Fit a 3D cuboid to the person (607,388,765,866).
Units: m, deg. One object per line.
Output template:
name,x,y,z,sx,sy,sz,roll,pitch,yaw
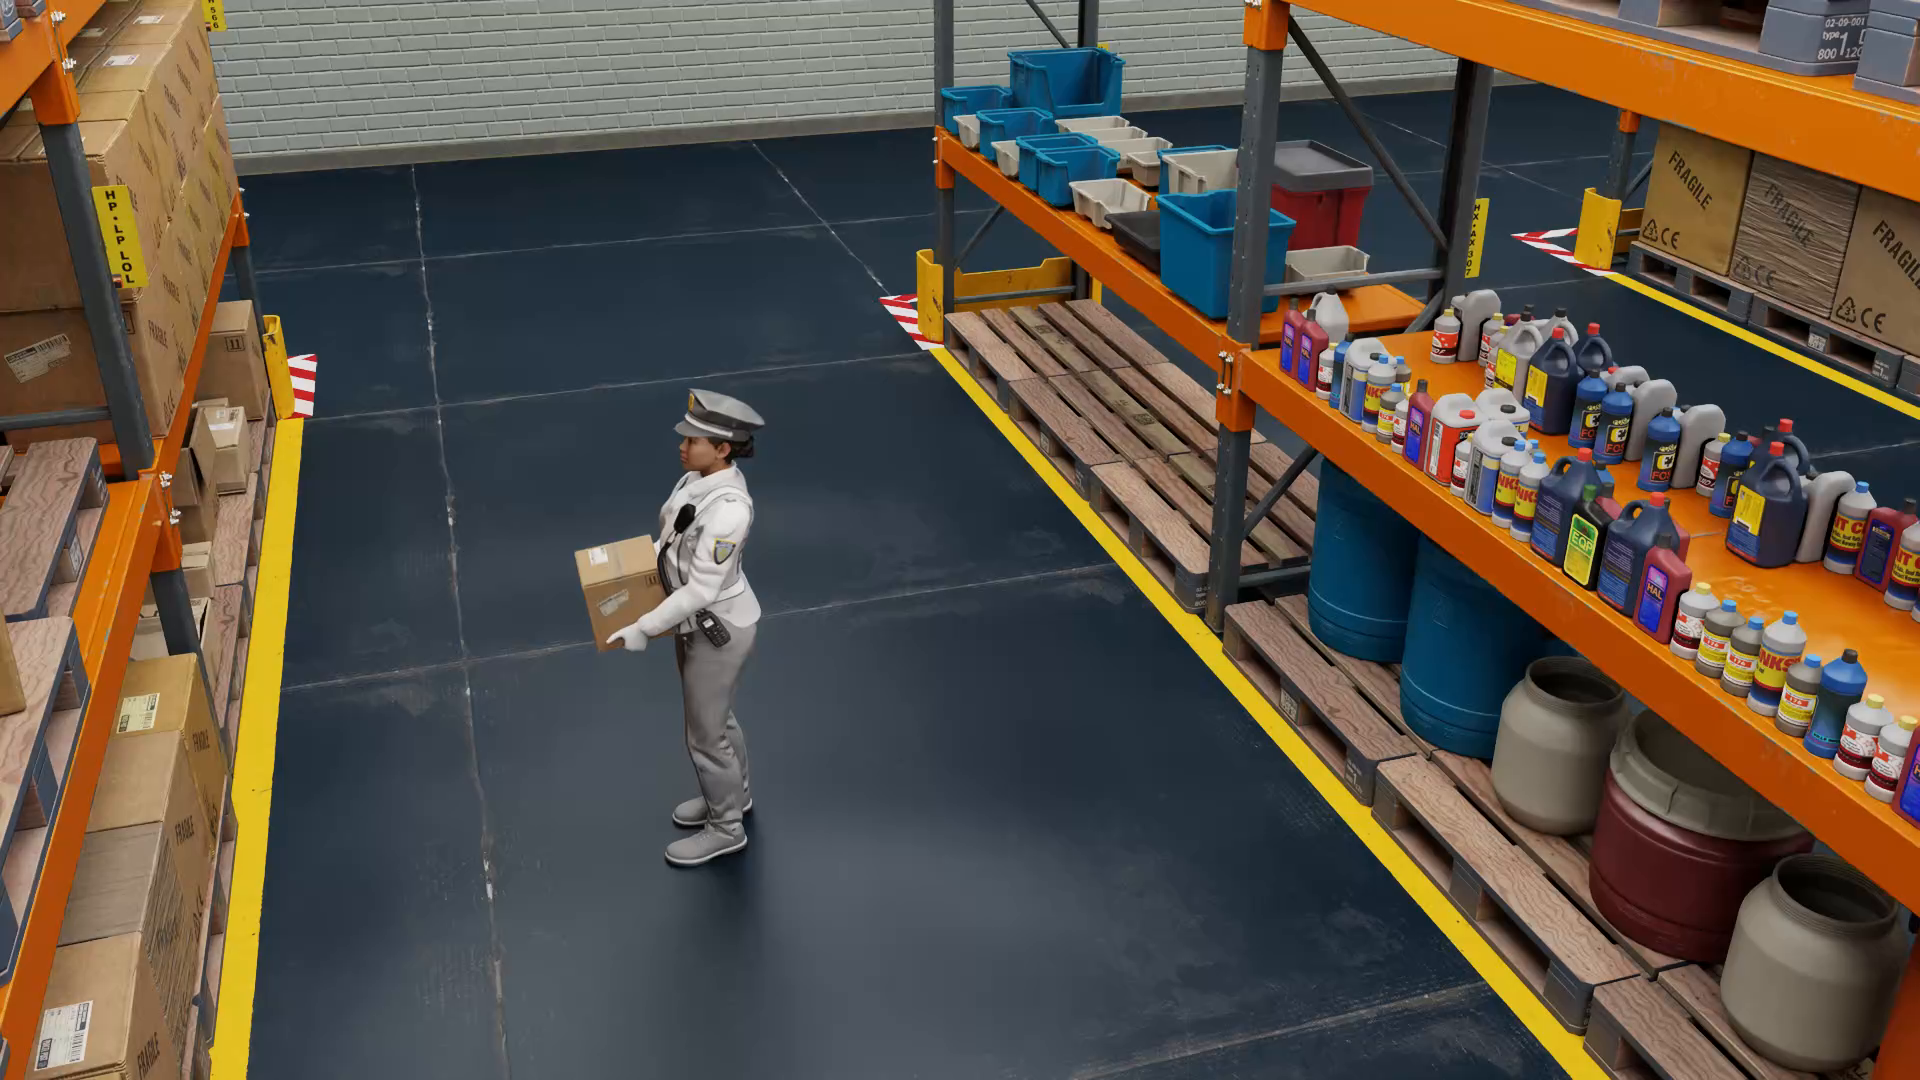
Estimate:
person,-0.894,0.294,5.500,0.560,1.686,0.459,-8,28,-15
